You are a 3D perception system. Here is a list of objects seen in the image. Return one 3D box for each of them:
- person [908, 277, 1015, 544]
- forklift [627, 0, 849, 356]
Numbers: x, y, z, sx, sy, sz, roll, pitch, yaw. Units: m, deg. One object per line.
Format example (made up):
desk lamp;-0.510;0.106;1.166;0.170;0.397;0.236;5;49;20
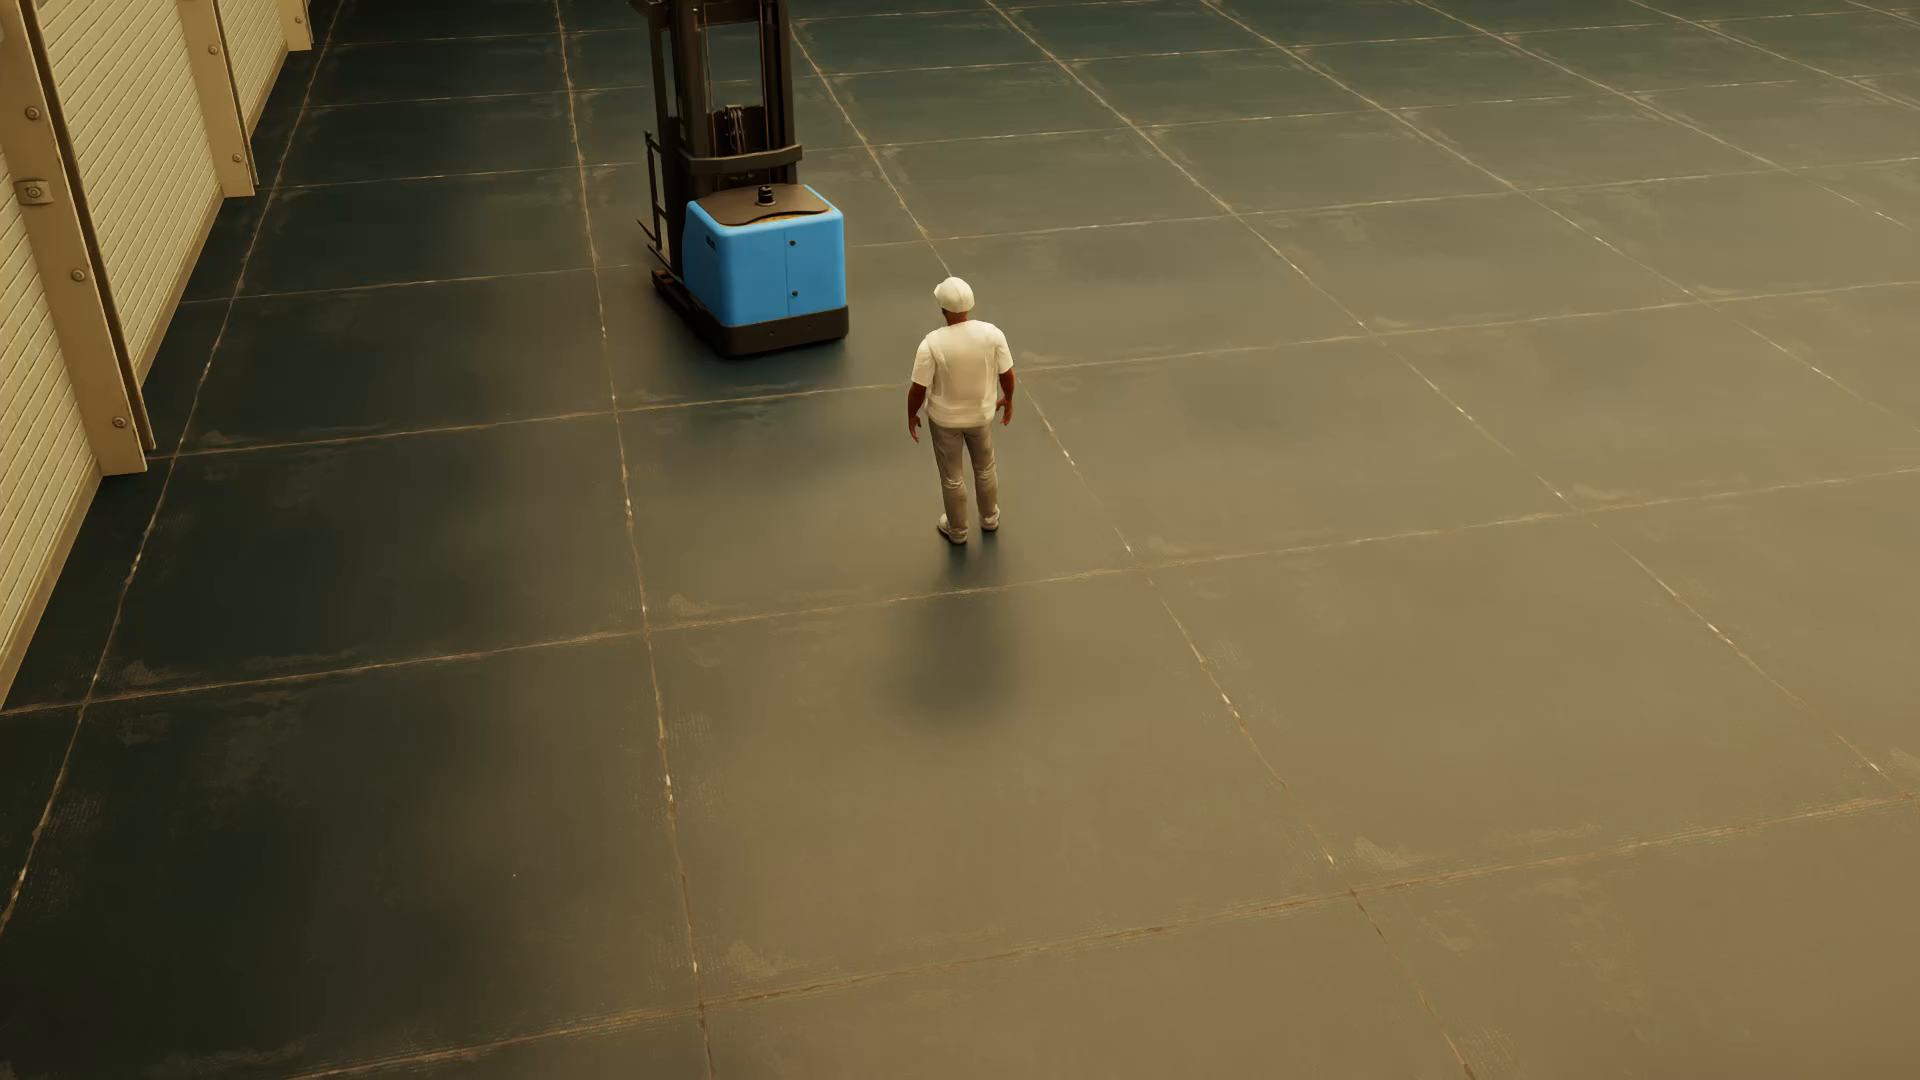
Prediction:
person;-0.010;-0.805;10.113;0.665;1.765;0.577;-7;31;-12
forklift;-1.975;-3.401;13.449;1.130;2.935;3.031;-14;33;-22
